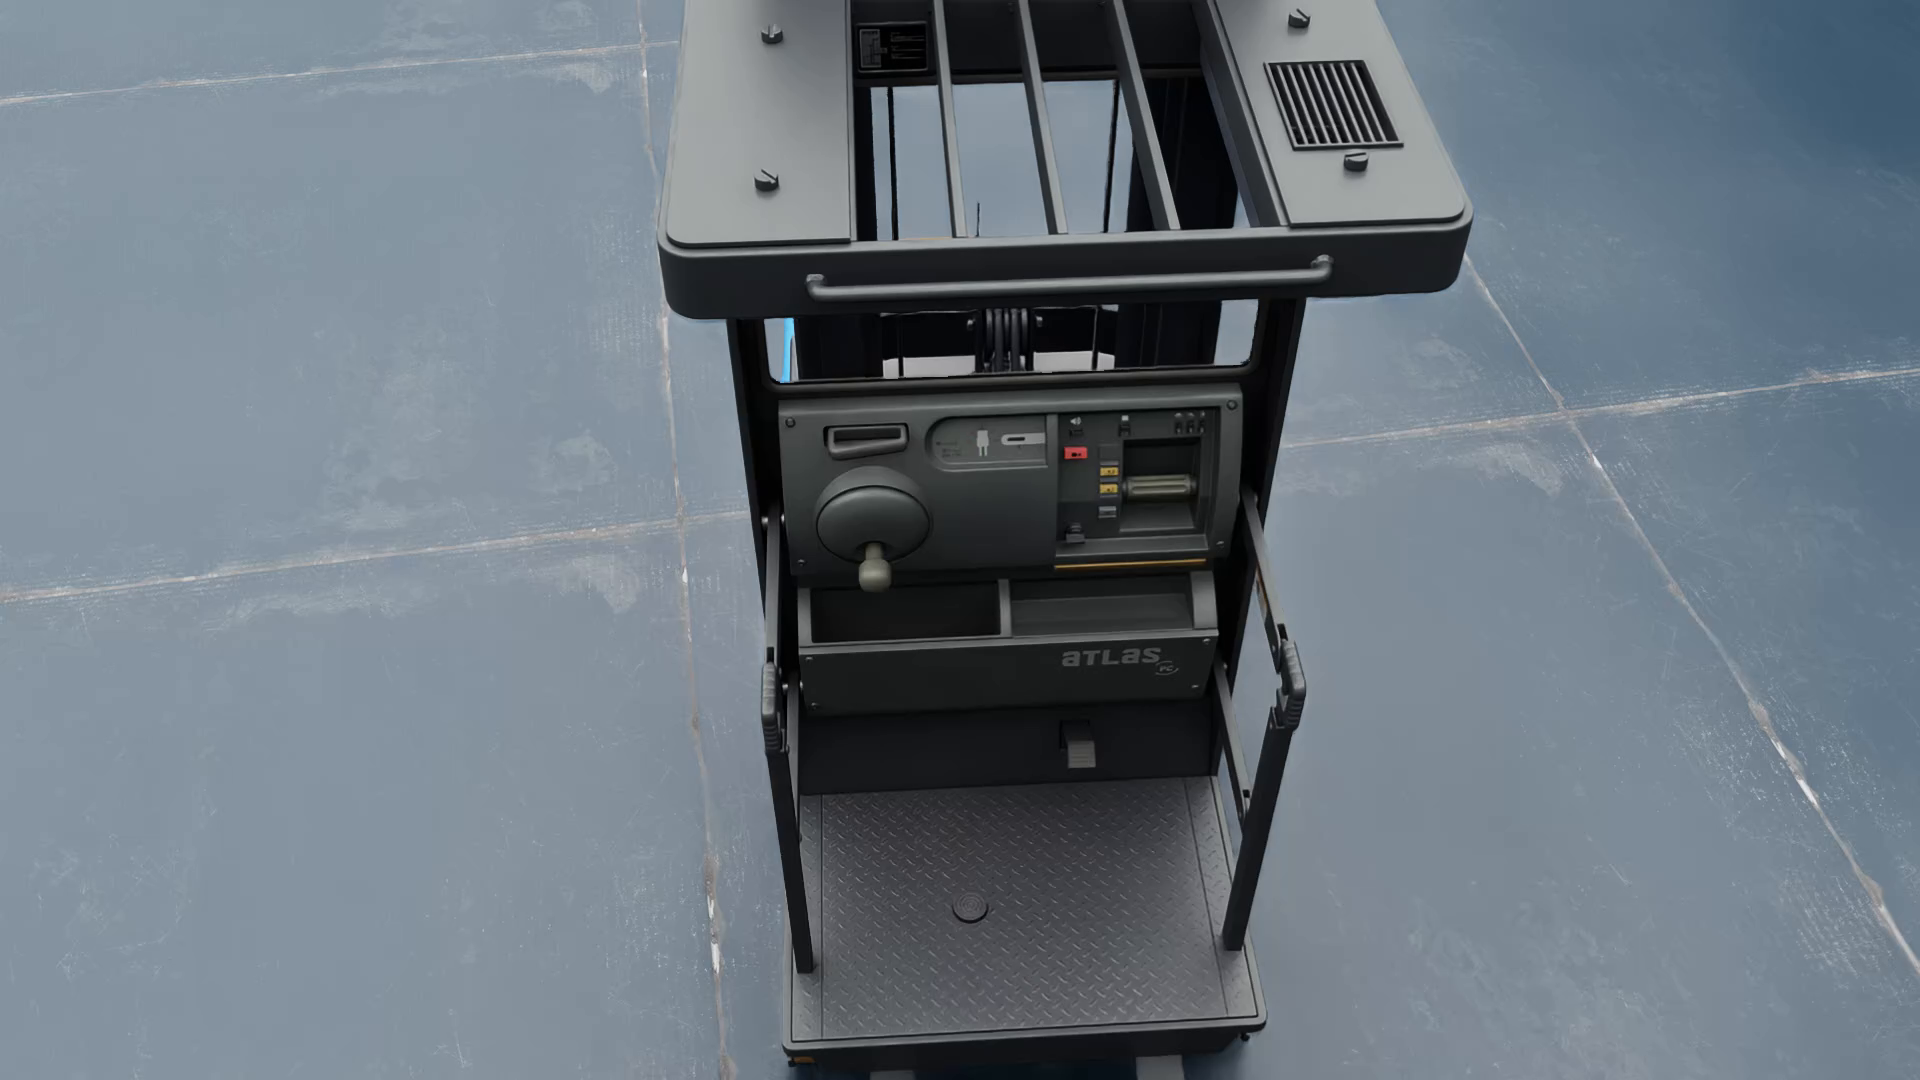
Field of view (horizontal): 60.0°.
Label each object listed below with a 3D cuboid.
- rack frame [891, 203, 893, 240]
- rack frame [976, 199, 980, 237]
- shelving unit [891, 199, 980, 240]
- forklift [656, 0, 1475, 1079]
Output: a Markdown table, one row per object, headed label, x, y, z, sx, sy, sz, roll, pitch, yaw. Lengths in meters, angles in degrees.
| label | x | y | z | sx | sy | sz | roll | pitch | yaw |
| --- | --- | --- | --- | --- | --- | --- | --- | --- | --- |
| rack frame | -0.186 | -0.521 | 5.023 | 0.008 | 1.050 | 0.200 | -3 | 46 | -3 |
| rack frame | 0.057 | -0.534 | 5.035 | 0.008 | 1.050 | 0.200 | -3 | 46 | -3 |
| shelving unit | -0.064 | -0.527 | 5.029 | 0.252 | 1.050 | 0.215 | -3 | 46 | -3 |
| forklift | 0.121 | -0.008 | 3.223 | 1.130 | 2.935 | 3.031 | -2 | 46 | -2 |
